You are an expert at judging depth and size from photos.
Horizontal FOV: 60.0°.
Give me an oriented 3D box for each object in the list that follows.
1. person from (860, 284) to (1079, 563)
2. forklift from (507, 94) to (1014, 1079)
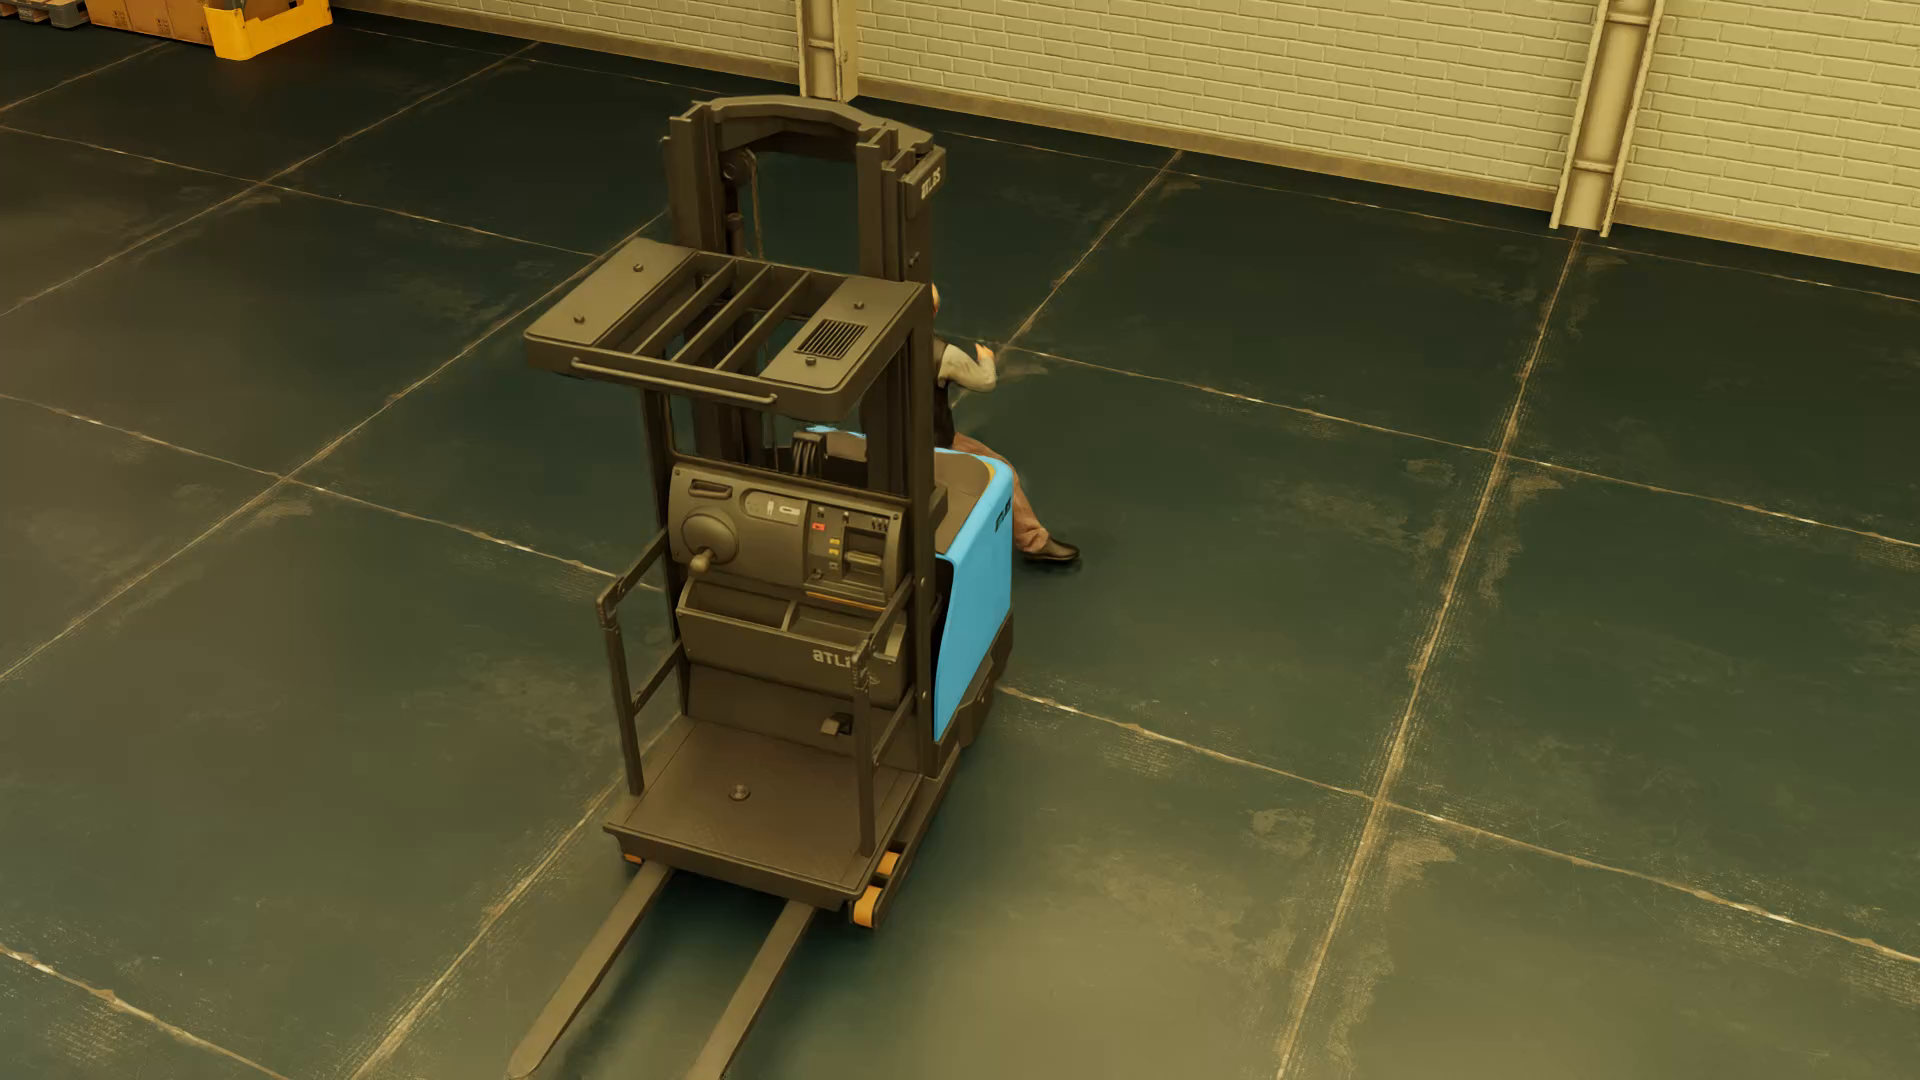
[{"bbox_3d":[-0.129,-0.599,8.204,1.528,1.457,0.785,10,37,14],"label":"person"},{"bbox_3d":[-0.725,0.047,6.020,1.130,2.935,3.031,12,37,16],"label":"forklift"}]
